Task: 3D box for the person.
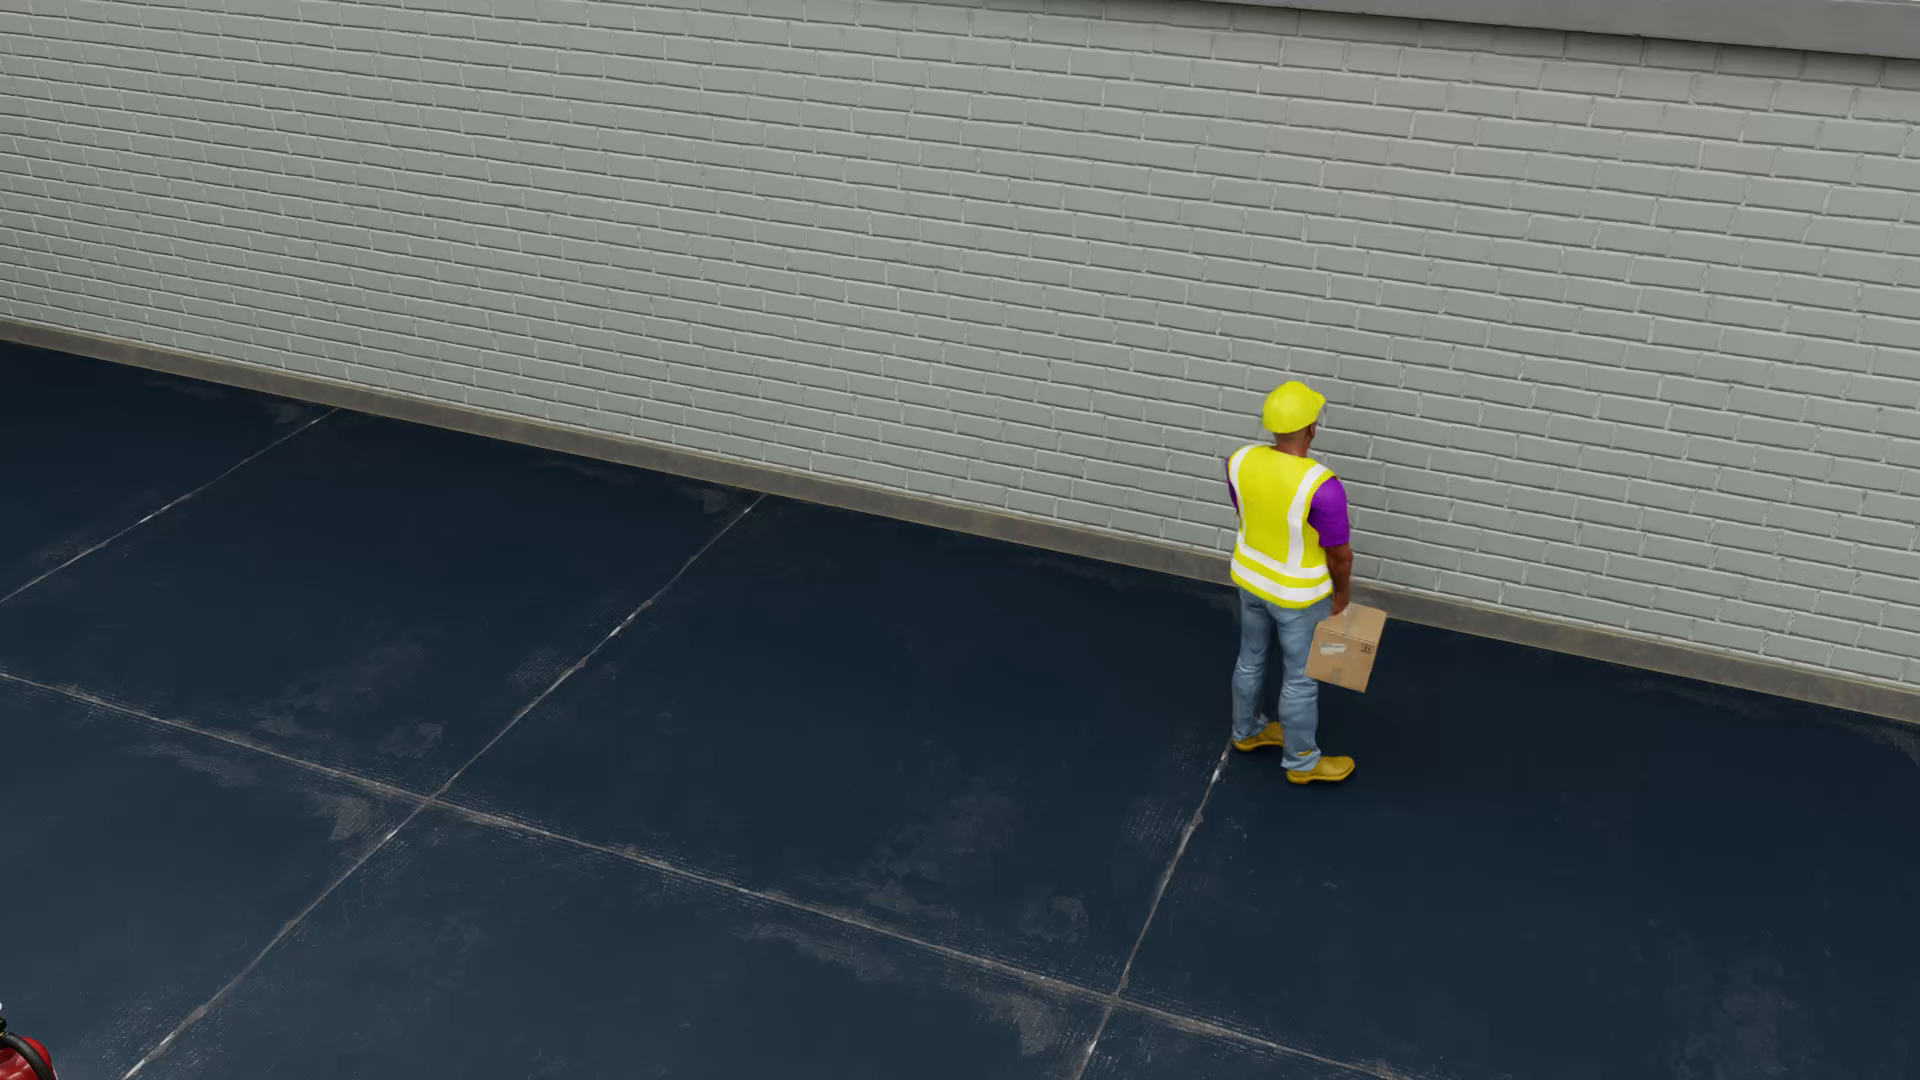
[{"bbox_3d":[1.365,0.171,6.764,0.465,1.777,0.599,-24,37,-36],"label":"person"}]
